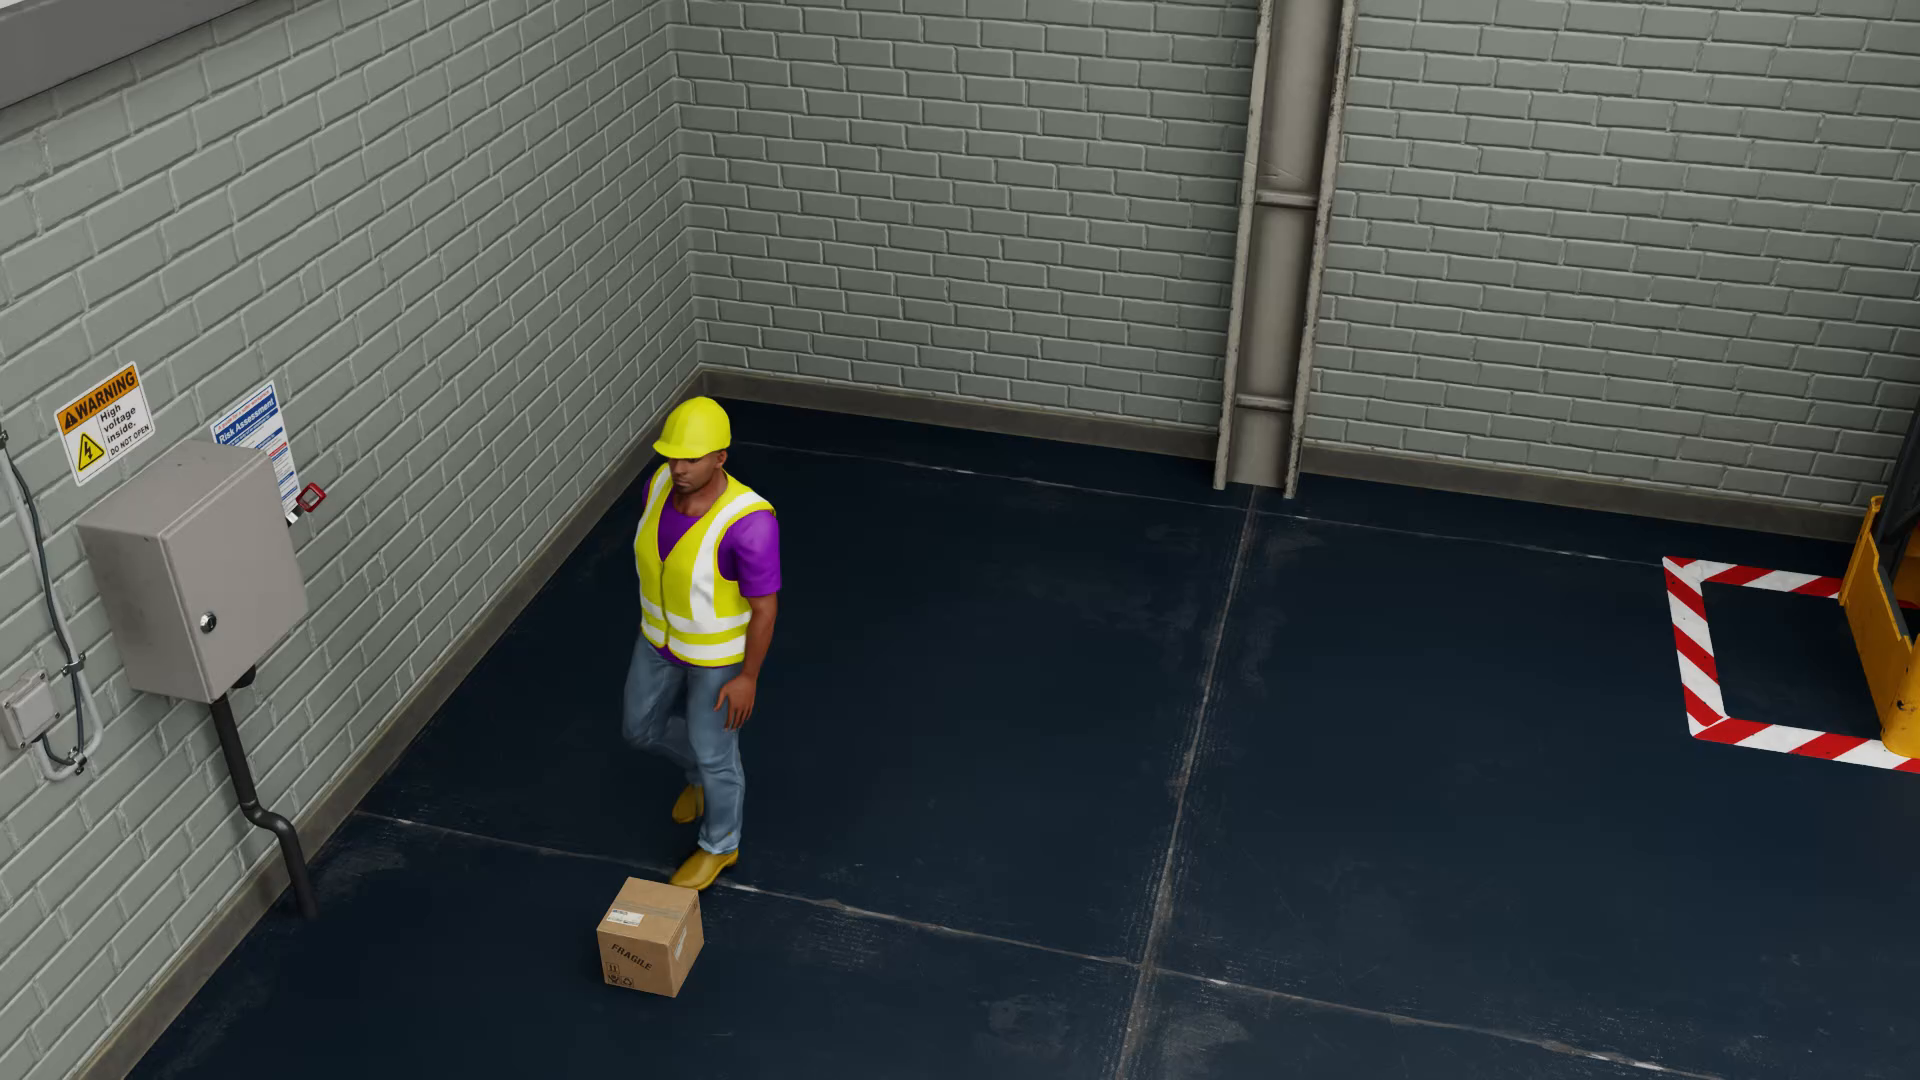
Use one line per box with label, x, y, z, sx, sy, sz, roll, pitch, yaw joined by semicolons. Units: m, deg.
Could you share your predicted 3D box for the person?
person;-0.898;0.367;5.497;0.619;1.770;0.516;22;39;31
